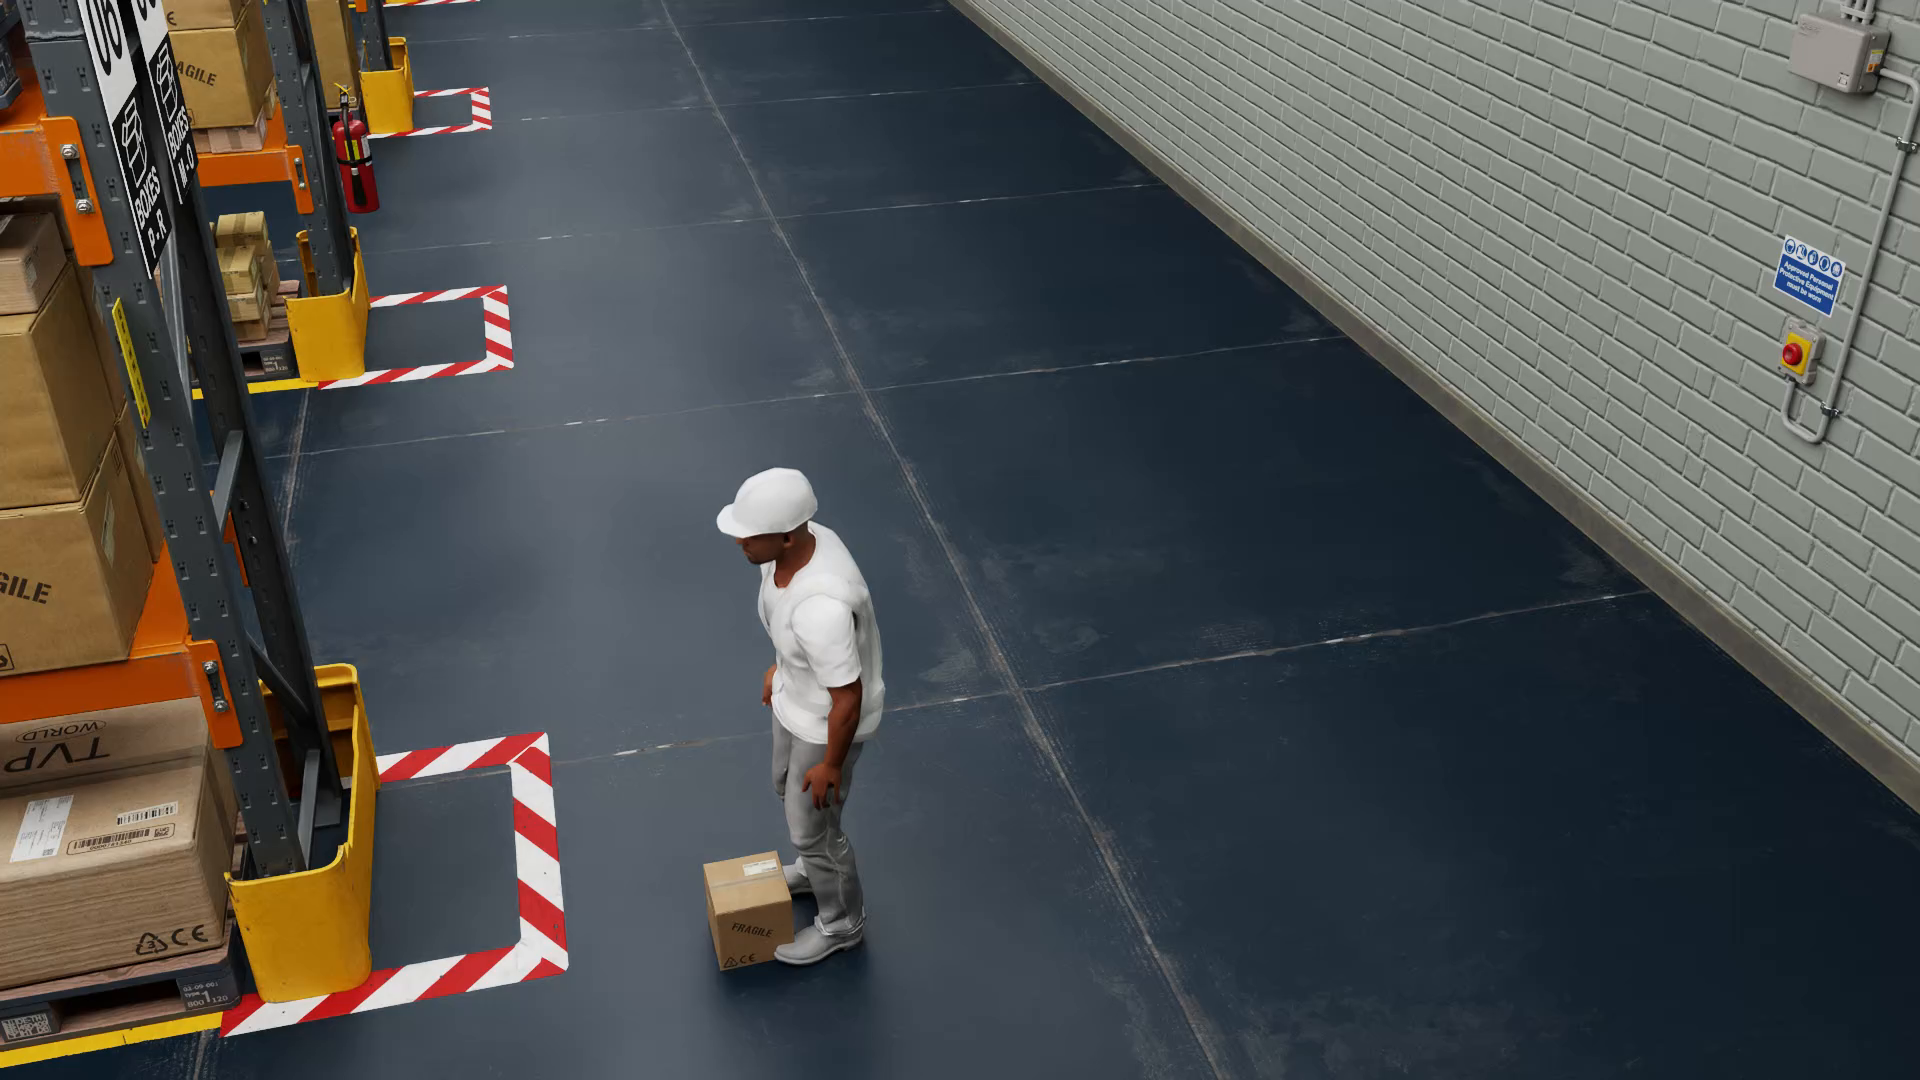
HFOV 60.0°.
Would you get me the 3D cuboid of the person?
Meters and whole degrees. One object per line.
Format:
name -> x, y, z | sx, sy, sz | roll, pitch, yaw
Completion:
person -> -0.479, 0.542, 5.178 | 0.462, 1.759, 0.632 | -10, 31, -16
